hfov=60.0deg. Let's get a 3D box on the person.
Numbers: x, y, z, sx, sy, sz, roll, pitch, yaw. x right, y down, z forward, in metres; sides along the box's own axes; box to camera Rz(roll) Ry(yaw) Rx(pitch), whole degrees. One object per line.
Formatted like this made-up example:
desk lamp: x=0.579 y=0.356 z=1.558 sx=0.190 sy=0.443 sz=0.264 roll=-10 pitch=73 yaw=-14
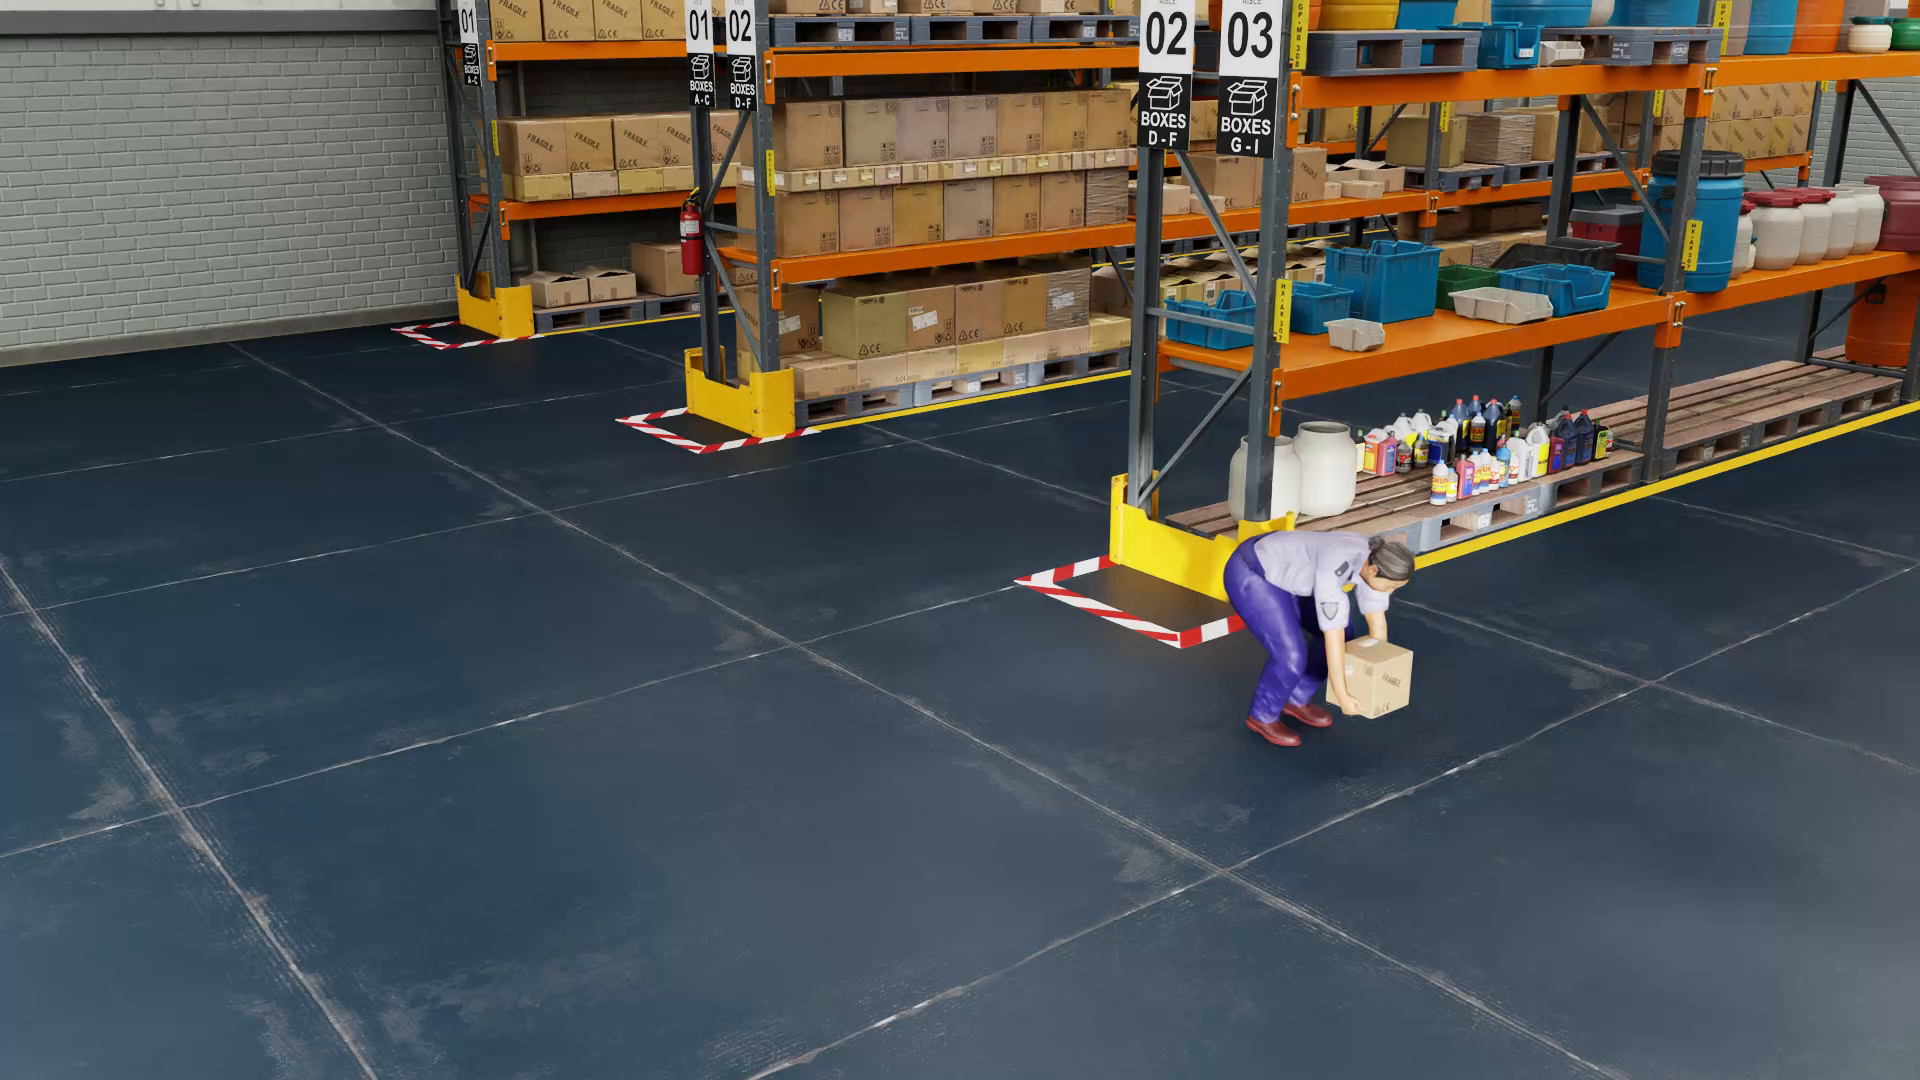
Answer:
person: x=1.584 y=0.416 z=7.362 sx=0.506 sy=0.992 sz=0.892 roll=-15 pitch=23 yaw=-39
